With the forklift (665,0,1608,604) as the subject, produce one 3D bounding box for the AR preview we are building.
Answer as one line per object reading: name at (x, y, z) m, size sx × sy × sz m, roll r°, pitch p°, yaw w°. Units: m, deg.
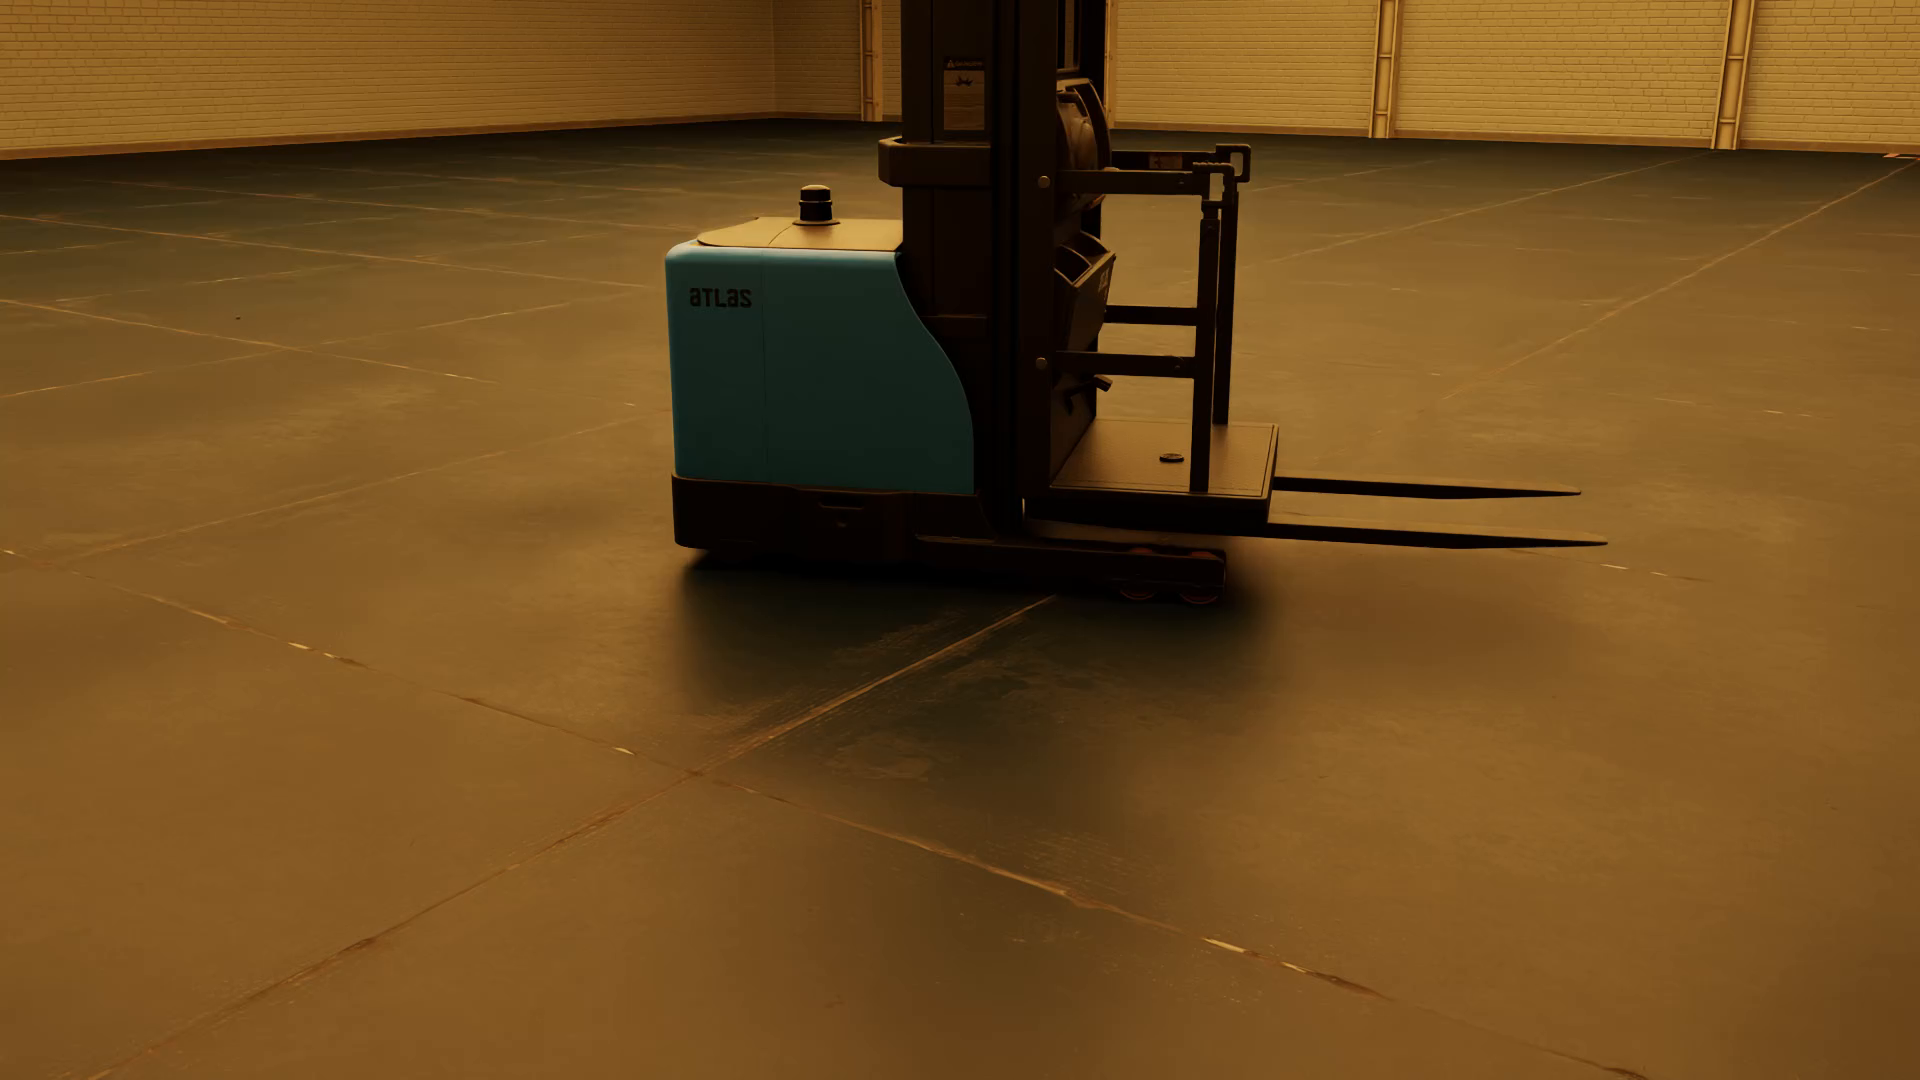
forklift at (0.595, -1.367, 5.404) m, size 3.031 × 2.935 × 1.130 m, roll 4°, pitch 17°, yaw 12°
